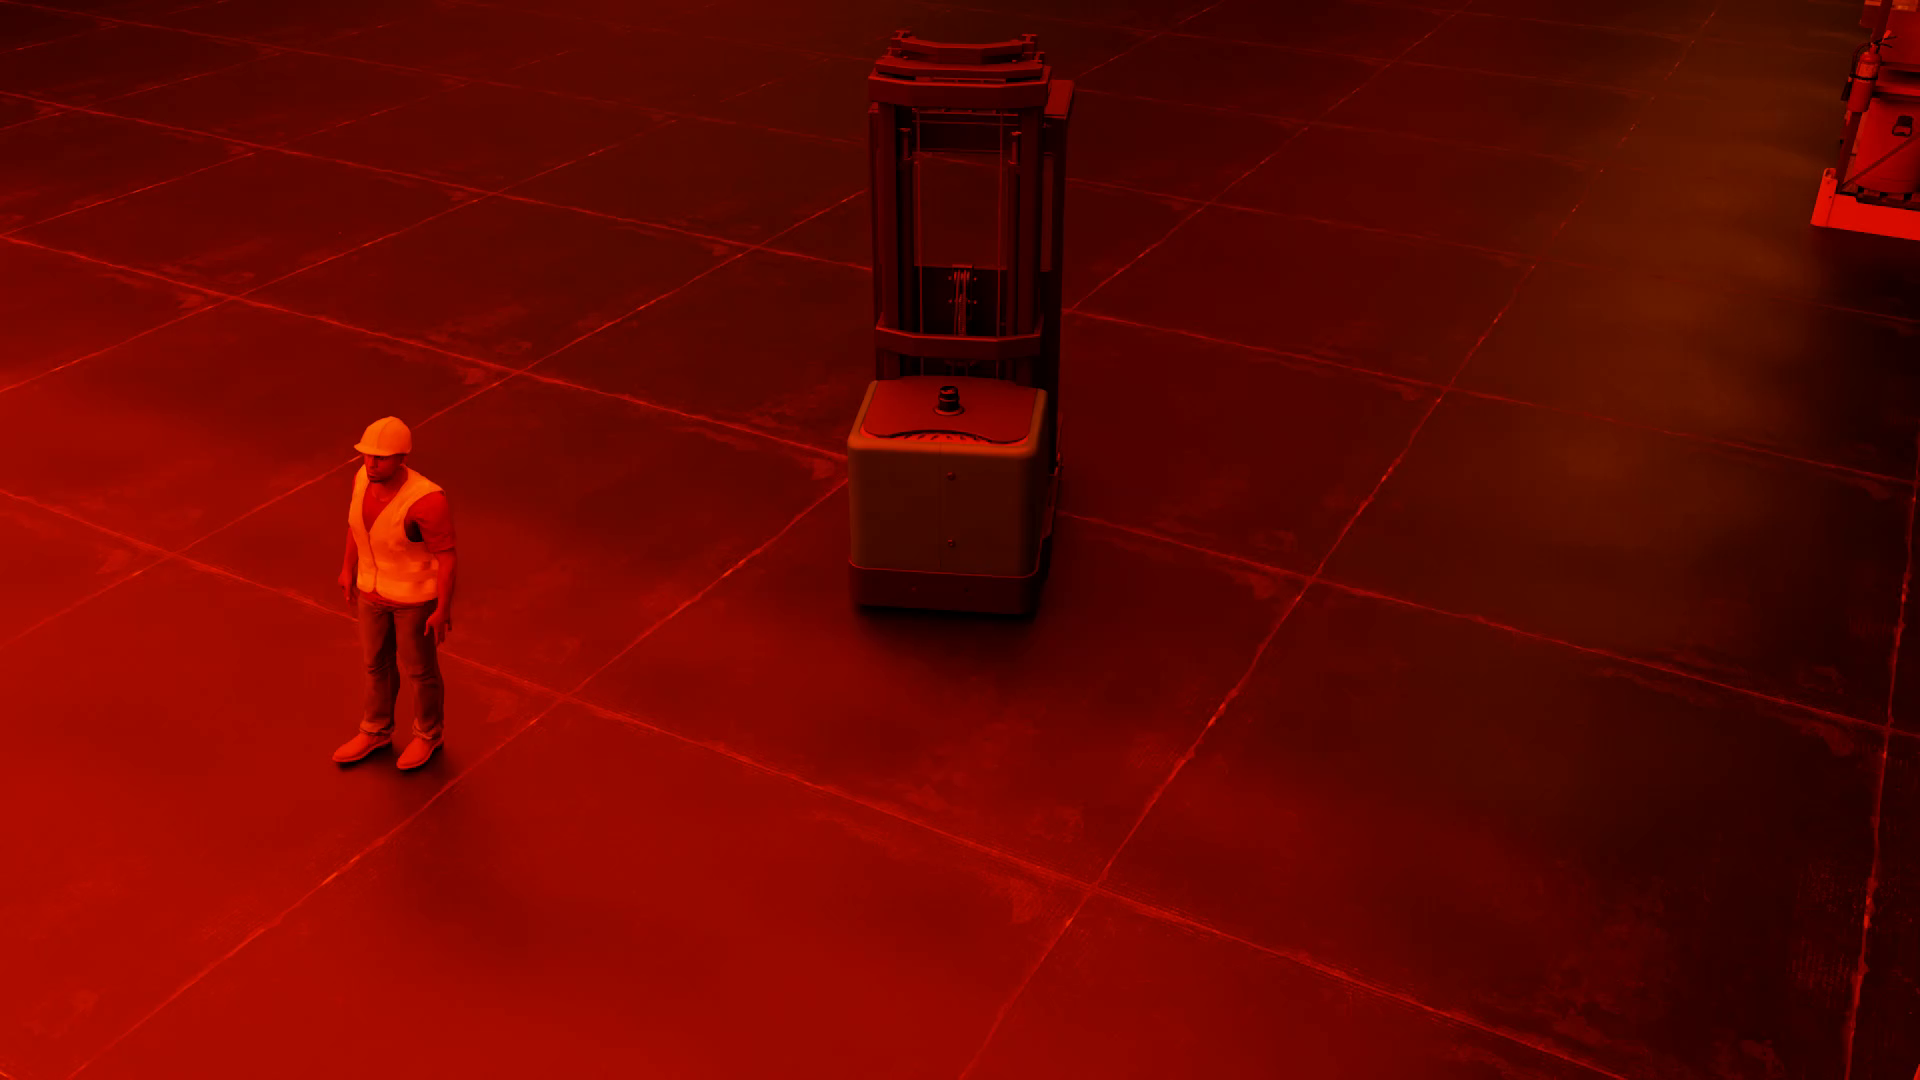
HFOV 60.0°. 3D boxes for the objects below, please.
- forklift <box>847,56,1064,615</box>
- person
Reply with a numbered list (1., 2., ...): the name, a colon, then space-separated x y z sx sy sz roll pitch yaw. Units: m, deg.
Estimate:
1. forklift: 0.007 -1.262 9.346 1.129 2.843 1.939 3 30 6
2. person: -2.663 0.275 7.746 0.666 1.767 0.576 16 33 25
